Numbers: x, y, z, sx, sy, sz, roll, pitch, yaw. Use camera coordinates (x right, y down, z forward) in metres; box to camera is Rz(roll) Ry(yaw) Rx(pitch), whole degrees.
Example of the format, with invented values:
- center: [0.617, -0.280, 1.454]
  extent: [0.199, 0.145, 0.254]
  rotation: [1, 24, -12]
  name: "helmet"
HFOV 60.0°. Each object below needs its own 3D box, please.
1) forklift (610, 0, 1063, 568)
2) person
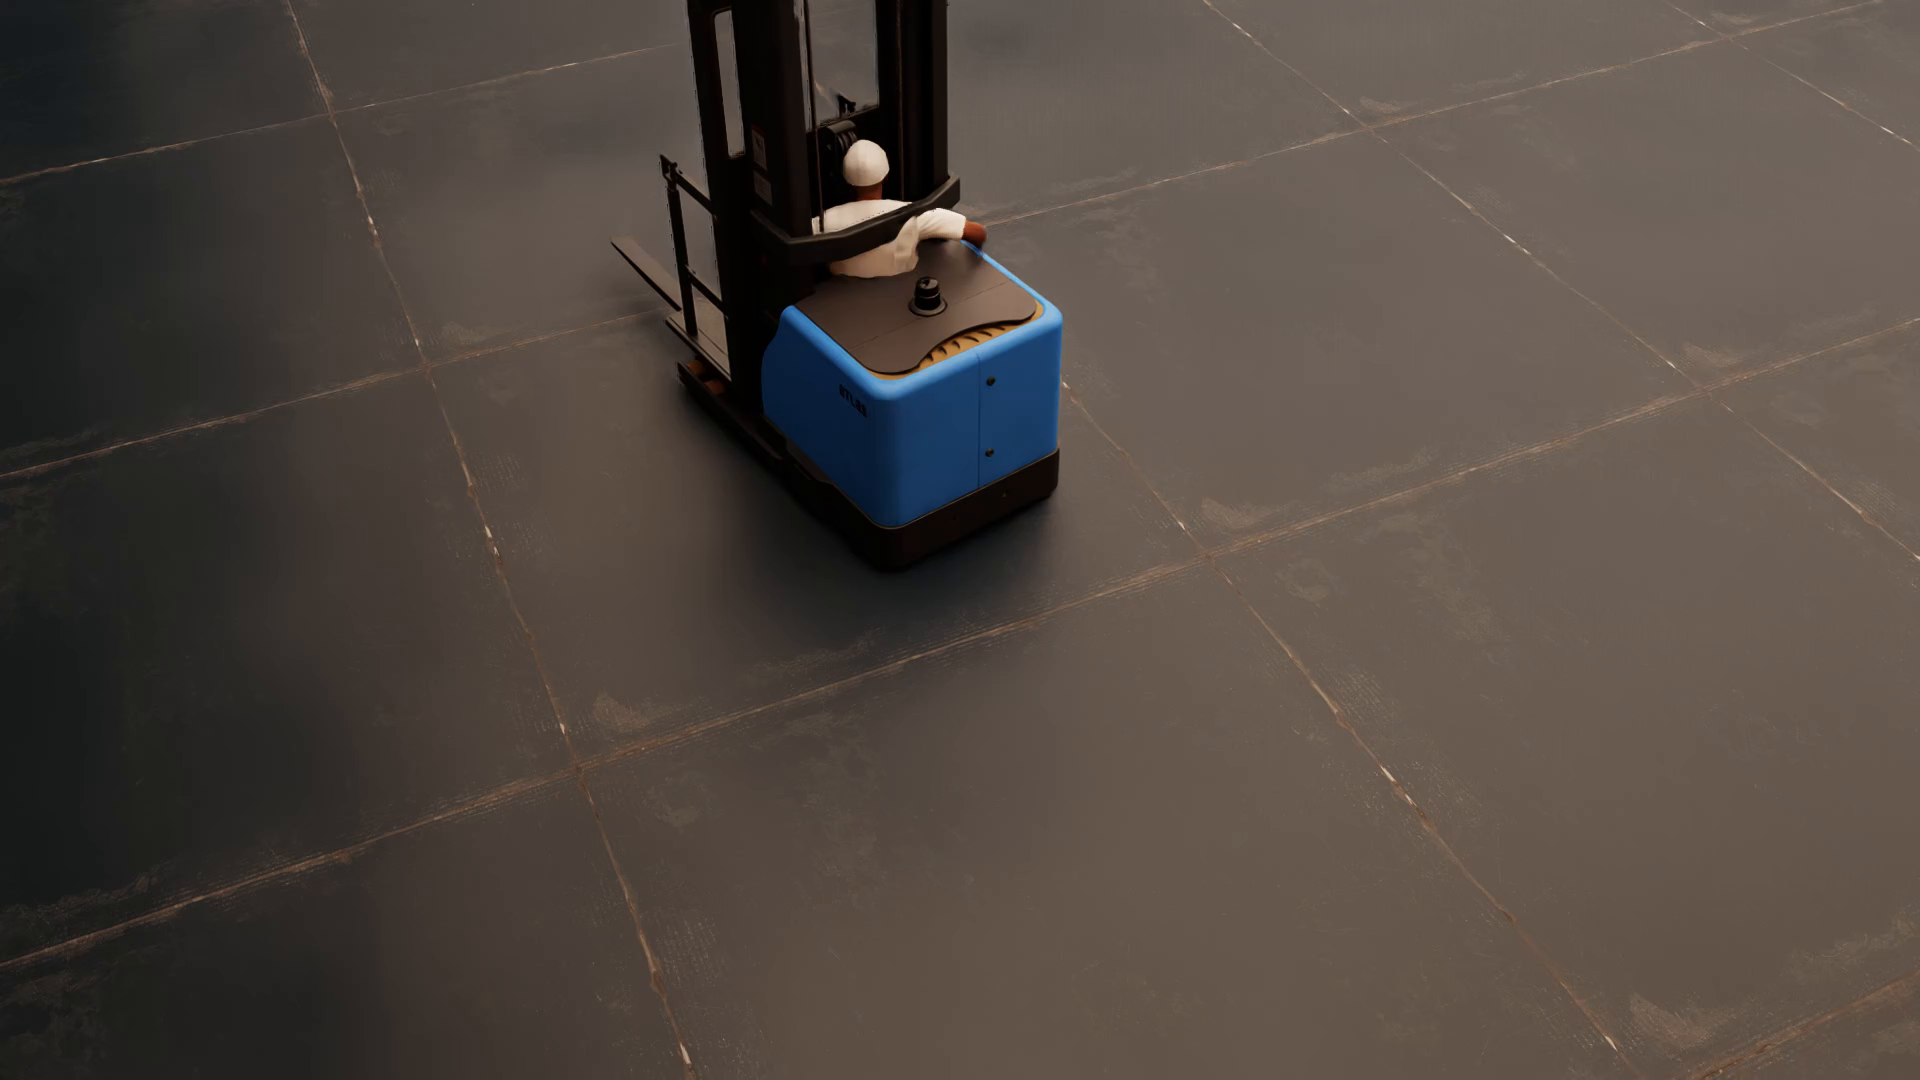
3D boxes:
- center: [-0.801, -1.909, 7.725]
  extent: [1.130, 2.935, 3.031]
  rotation: [-26, 49, -26]
  name: "forklift"
- center: [-0.418, -1.258, 7.858]
  extent: [1.078, 1.499, 0.682]
  rotation: [1, 43, 1]
  name: "person"
